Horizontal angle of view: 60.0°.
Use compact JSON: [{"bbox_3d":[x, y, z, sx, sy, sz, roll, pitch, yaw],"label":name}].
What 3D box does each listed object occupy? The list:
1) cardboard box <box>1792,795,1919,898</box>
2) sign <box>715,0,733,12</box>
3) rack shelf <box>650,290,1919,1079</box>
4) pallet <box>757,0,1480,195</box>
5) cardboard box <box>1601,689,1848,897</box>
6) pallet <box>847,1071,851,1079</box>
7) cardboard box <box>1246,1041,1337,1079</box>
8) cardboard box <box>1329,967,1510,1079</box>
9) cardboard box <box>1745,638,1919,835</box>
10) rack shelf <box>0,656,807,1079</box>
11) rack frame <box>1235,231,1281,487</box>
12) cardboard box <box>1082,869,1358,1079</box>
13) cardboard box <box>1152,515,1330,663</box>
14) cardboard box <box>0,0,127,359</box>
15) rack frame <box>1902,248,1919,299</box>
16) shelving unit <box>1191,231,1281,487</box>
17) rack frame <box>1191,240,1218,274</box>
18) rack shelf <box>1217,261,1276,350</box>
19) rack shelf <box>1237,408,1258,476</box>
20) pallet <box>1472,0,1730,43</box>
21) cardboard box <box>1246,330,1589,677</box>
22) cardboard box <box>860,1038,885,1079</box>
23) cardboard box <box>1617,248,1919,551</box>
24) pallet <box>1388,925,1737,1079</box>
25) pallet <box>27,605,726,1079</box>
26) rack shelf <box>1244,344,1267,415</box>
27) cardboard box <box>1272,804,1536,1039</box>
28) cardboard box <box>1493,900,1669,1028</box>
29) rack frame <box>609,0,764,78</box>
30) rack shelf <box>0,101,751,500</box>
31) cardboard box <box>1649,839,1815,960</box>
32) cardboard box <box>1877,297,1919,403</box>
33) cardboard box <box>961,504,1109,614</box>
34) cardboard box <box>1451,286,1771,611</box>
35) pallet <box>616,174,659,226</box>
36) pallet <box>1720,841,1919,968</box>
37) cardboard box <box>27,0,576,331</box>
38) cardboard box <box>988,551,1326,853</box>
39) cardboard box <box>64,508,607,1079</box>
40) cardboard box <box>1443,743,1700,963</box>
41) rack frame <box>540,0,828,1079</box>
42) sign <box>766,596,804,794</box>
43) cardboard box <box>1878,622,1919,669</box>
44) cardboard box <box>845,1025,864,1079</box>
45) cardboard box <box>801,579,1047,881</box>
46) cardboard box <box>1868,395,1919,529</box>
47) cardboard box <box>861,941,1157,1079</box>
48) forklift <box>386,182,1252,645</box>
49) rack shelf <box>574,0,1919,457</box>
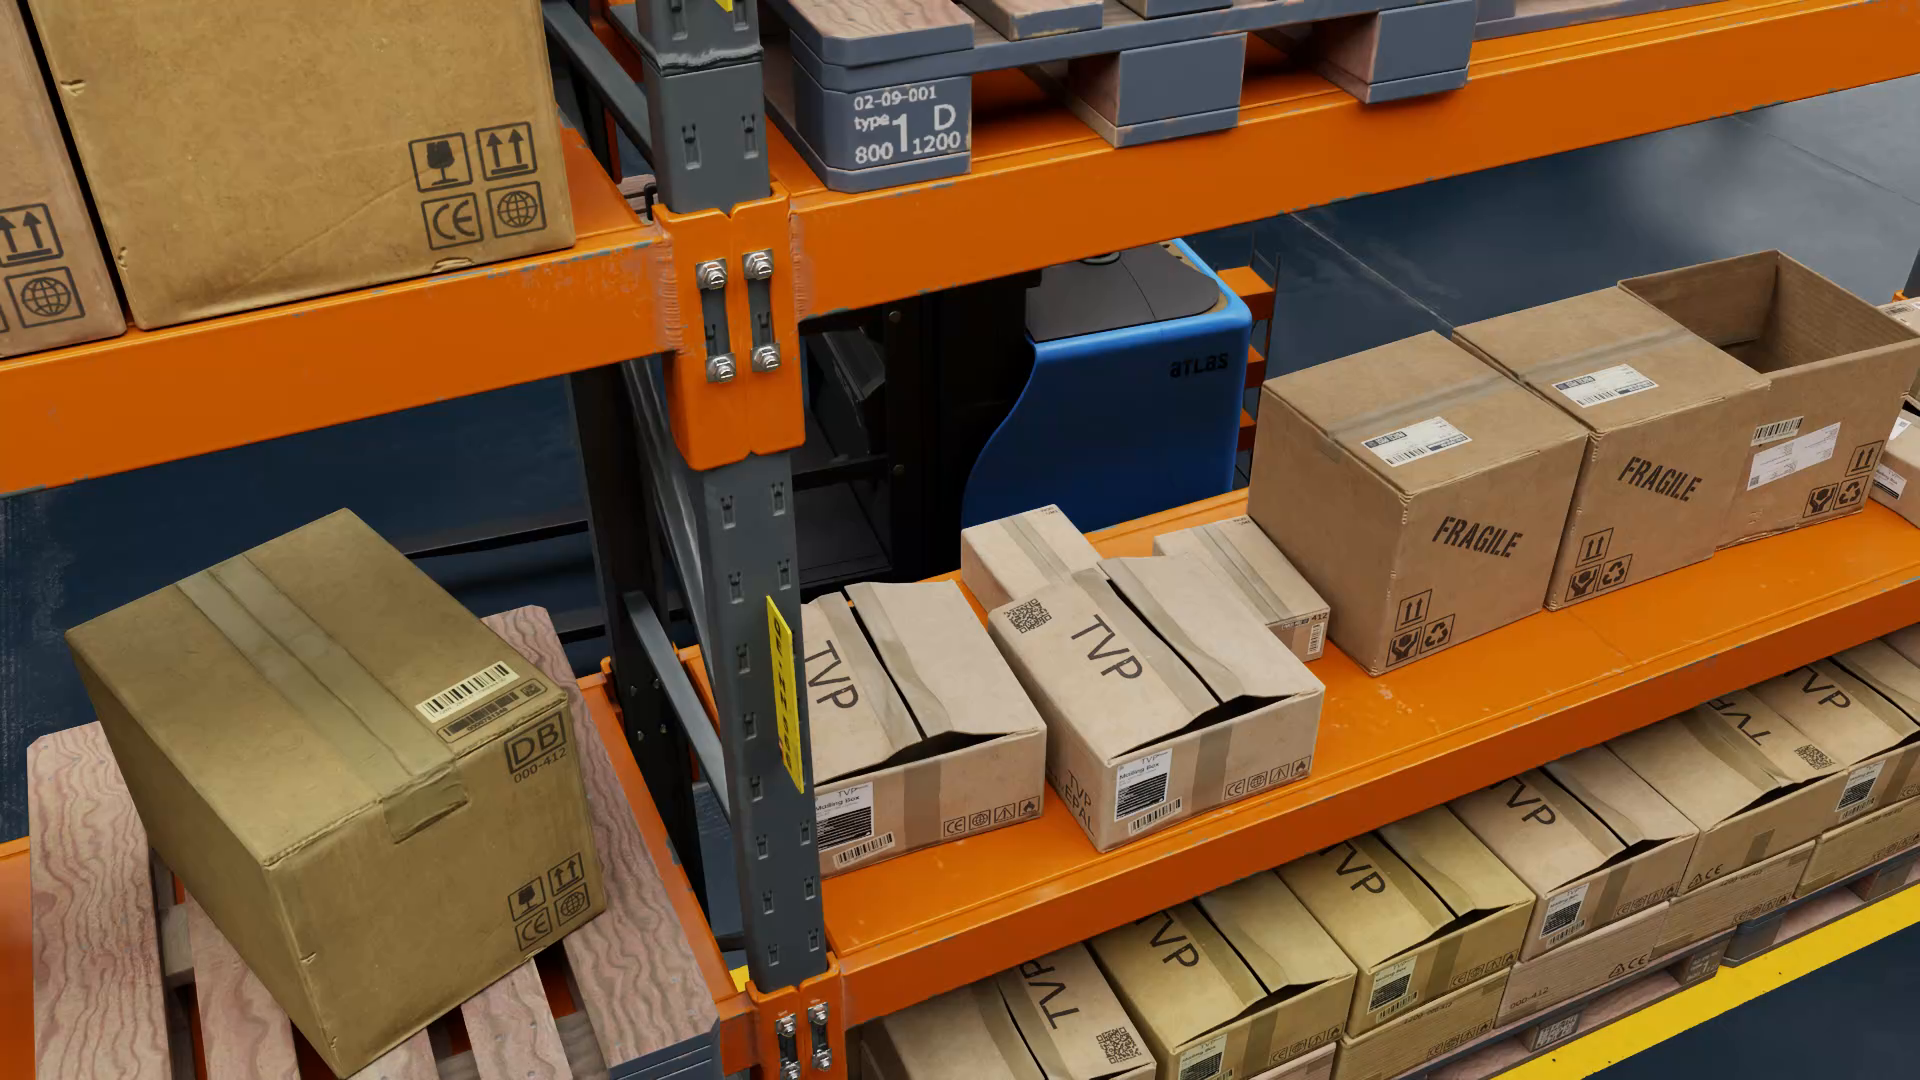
[{"bbox_3d":[2.407,0.691,4.757,0.500,0.250,0.500,-16,40,-21],"label":"cardboard box"},{"bbox_3d":[-0.275,-0.740,1.778,0.005,0.325,0.100,-16,39,-20],"label":"sign"},{"bbox_3d":[1.307,0.162,4.118,4.000,0.370,1.077,-16,39,-20],"label":"rack shelf"},{"bbox_3d":[0.073,-0.970,2.680,1.003,0.211,1.213,-14,39,-18],"label":"pallet"},{"bbox_3d":[1.952,0.594,4.416,0.500,0.311,0.500,-16,39,-20],"label":"cardboard box"},{"bbox_3d":[0.258,1.312,4.304,1.213,0.211,1.003,-16,39,-20],"label":"pallet"},{"bbox_3d":[0.550,1.213,4.052,0.500,0.250,0.500,-17,40,-21],"label":"cardboard box"},{"bbox_3d":[1.018,1.078,4.234,0.500,0.250,0.500,-17,40,-21],"label":"cardboard box"},{"bbox_3d":[2.405,0.469,4.584,0.500,0.311,0.500,-15,39,-19],"label":"cardboard box"},{"bbox_3d":[-2.314,1.174,2.753,4.000,0.370,1.077,-16,39,-20],"label":"rack shelf"},{"bbox_3d":[1.092,-0.636,6.227,0.008,1.050,0.200,-12,38,-15],"label":"rack frame"},{"bbox_3d":[0.567,0.978,3.899,0.500,0.311,0.500,-17,40,-21],"label":"cardboard box"},{"bbox_3d":[0.627,0.127,3.772,0.250,0.149,0.380,-13,38,-17],"label":"cardboard box"},{"bbox_3d":[-1.346,-0.608,1.950,0.500,0.500,0.910,-16,39,-20],"label":"cardboard box"},{"bbox_3d":[3.118,-0.633,4.586,0.127,3.000,1.000,-16,39,-20],"label":"rack frame"},{"bbox_3d":[0.977,-0.613,6.195,0.252,1.050,0.215,-12,38,-15],"label":"shelving unit"},{"bbox_3d":[0.861,-0.589,6.163,0.008,1.050,0.200,-12,38,-15],"label":"rack frame"},{"bbox_3d":[0.977,-0.832,6.032,0.240,0.259,0.215,-12,38,-15],"label":"rack shelf"},{"bbox_3d":[0.977,-0.381,6.367,0.240,0.259,0.215,-12,38,-15],"label":"rack shelf"},{"bbox_3d":[1.084,-1.255,3.064,1.213,0.211,1.003,-14,39,-18],"label":"pallet"},{"bbox_3d":[1.009,-0.095,3.776,0.500,0.500,0.500,-18,40,-22],"label":"cardboard box"},{"bbox_3d":[0.096,1.341,3.880,0.500,0.250,0.500,-16,39,-20],"label":"cardboard box"},{"bbox_3d":[1.939,-0.355,4.126,0.500,0.500,0.500,-13,38,-17],"label":"cardboard box"},{"bbox_3d":[1.361,1.005,4.718,1.213,0.211,1.003,-16,39,-20],"label":"pallet"},{"bbox_3d":[-1.087,0.666,2.996,1.003,0.211,1.213,-16,39,-20],"label":"pallet"},{"bbox_3d":[0.977,-0.604,6.201,0.240,0.259,0.215,-12,38,-15],"label":"rack shelf"},{"bbox_3d":[1.030,0.850,4.071,0.500,0.311,0.500,-17,40,-21],"label":"cardboard box"},{"bbox_3d":[1.483,0.948,4.409,0.500,0.250,0.500,-15,39,-19],"label":"cardboard box"},{"bbox_3d":[-0.503,-2.031,1.434,0.127,3.000,1.000,-16,39,-20],"label":"rack frame"},{"bbox_3d":[-2.314,-0.031,1.859,4.000,0.370,1.077,-16,39,-20],"label":"rack shelf"},{"bbox_3d":[1.944,0.820,4.582,0.500,0.250,0.500,-15,39,-19],"label":"cardboard box"},{"bbox_3d":[2.690,-0.425,4.431,0.500,0.250,0.500,-13,39,-17],"label":"cardboard box"},{"bbox_3d":[0.193,0.103,3.804,0.250,0.149,0.380,-16,39,-20],"label":"cardboard box"},{"bbox_3d":[1.485,-0.228,3.955,0.500,0.500,0.500,-16,39,-20],"label":"cardboard box"},{"bbox_3d":[-1.887,-1.348,7.891,1.213,0.211,1.003,-16,39,-20],"label":"pallet"},{"bbox_3d":[2.467,0.694,5.137,1.213,0.211,1.003,-16,39,-20],"label":"pallet"},{"bbox_3d":[-0.884,-0.737,2.124,0.500,0.500,0.910,-16,39,-20],"label":"cardboard box"},{"bbox_3d":[0.389,0.293,3.412,0.500,0.311,0.500,-16,39,-20],"label":"cardboard box"},{"bbox_3d":[-1.026,0.390,2.769,0.500,0.500,0.700,-30,46,-34],"label":"cardboard box"},{"bbox_3d":[1.495,0.720,4.247,0.500,0.311,0.500,-16,39,-21],"label":"cardboard box"},{"bbox_3d":[-0.503,0.379,3.221,0.127,3.000,1.000,-16,39,-20],"label":"rack frame"},{"bbox_3d":[-0.264,0.236,2.508,0.005,0.325,0.100,-16,39,-20],"label":"sign"},{"bbox_3d":[2.873,0.334,4.766,0.500,0.311,0.500,-16,39,-20],"label":"cardboard box"},{"bbox_3d":[-0.131,1.050,4.272,0.500,0.250,0.500,-15,39,-19],"label":"cardboard box"},{"bbox_3d":[-0.156,0.346,3.340,0.500,0.311,0.500,-13,39,-17],"label":"cardboard box"},{"bbox_3d":[2.400,-0.258,4.193,0.258,0.266,0.396,-17,40,-21],"label":"cardboard box"},{"bbox_3d":[0.096,1.115,3.713,0.500,0.311,0.500,-14,39,-18],"label":"cardboard box"},{"bbox_3d":[-0.589,-1.058,5.215,3.031,2.935,1.130,-11,38,-15],"label":"forklift"},{"bbox_3d":[1.307,-1.043,3.224,4.000,0.370,1.077,-16,39,-20],"label":"rack shelf"}]
